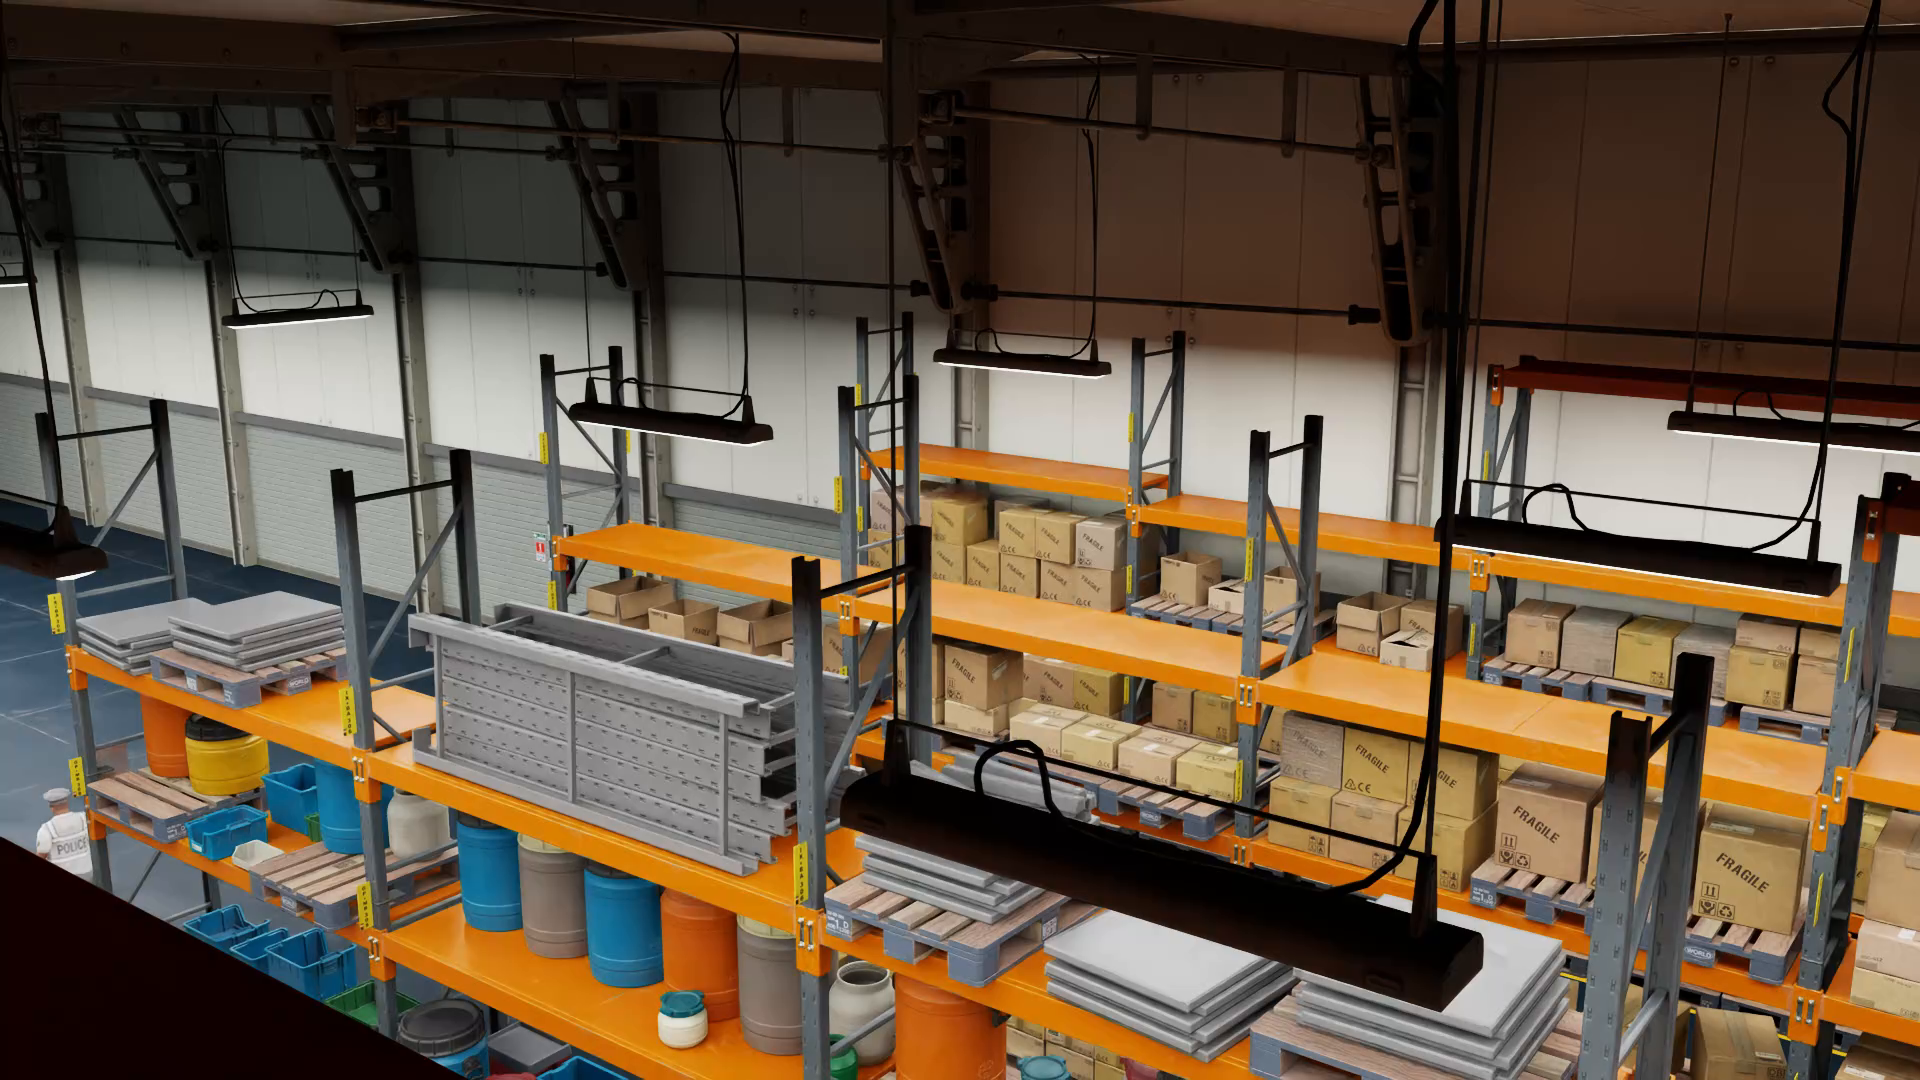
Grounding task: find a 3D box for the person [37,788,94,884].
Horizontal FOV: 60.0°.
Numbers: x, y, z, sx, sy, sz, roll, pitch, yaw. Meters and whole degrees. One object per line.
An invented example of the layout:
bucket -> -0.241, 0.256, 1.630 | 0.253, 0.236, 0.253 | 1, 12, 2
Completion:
person -> -9.038, 3.389, 16.861 | 0.656, 1.779, 0.583 | 9, 16, 35
